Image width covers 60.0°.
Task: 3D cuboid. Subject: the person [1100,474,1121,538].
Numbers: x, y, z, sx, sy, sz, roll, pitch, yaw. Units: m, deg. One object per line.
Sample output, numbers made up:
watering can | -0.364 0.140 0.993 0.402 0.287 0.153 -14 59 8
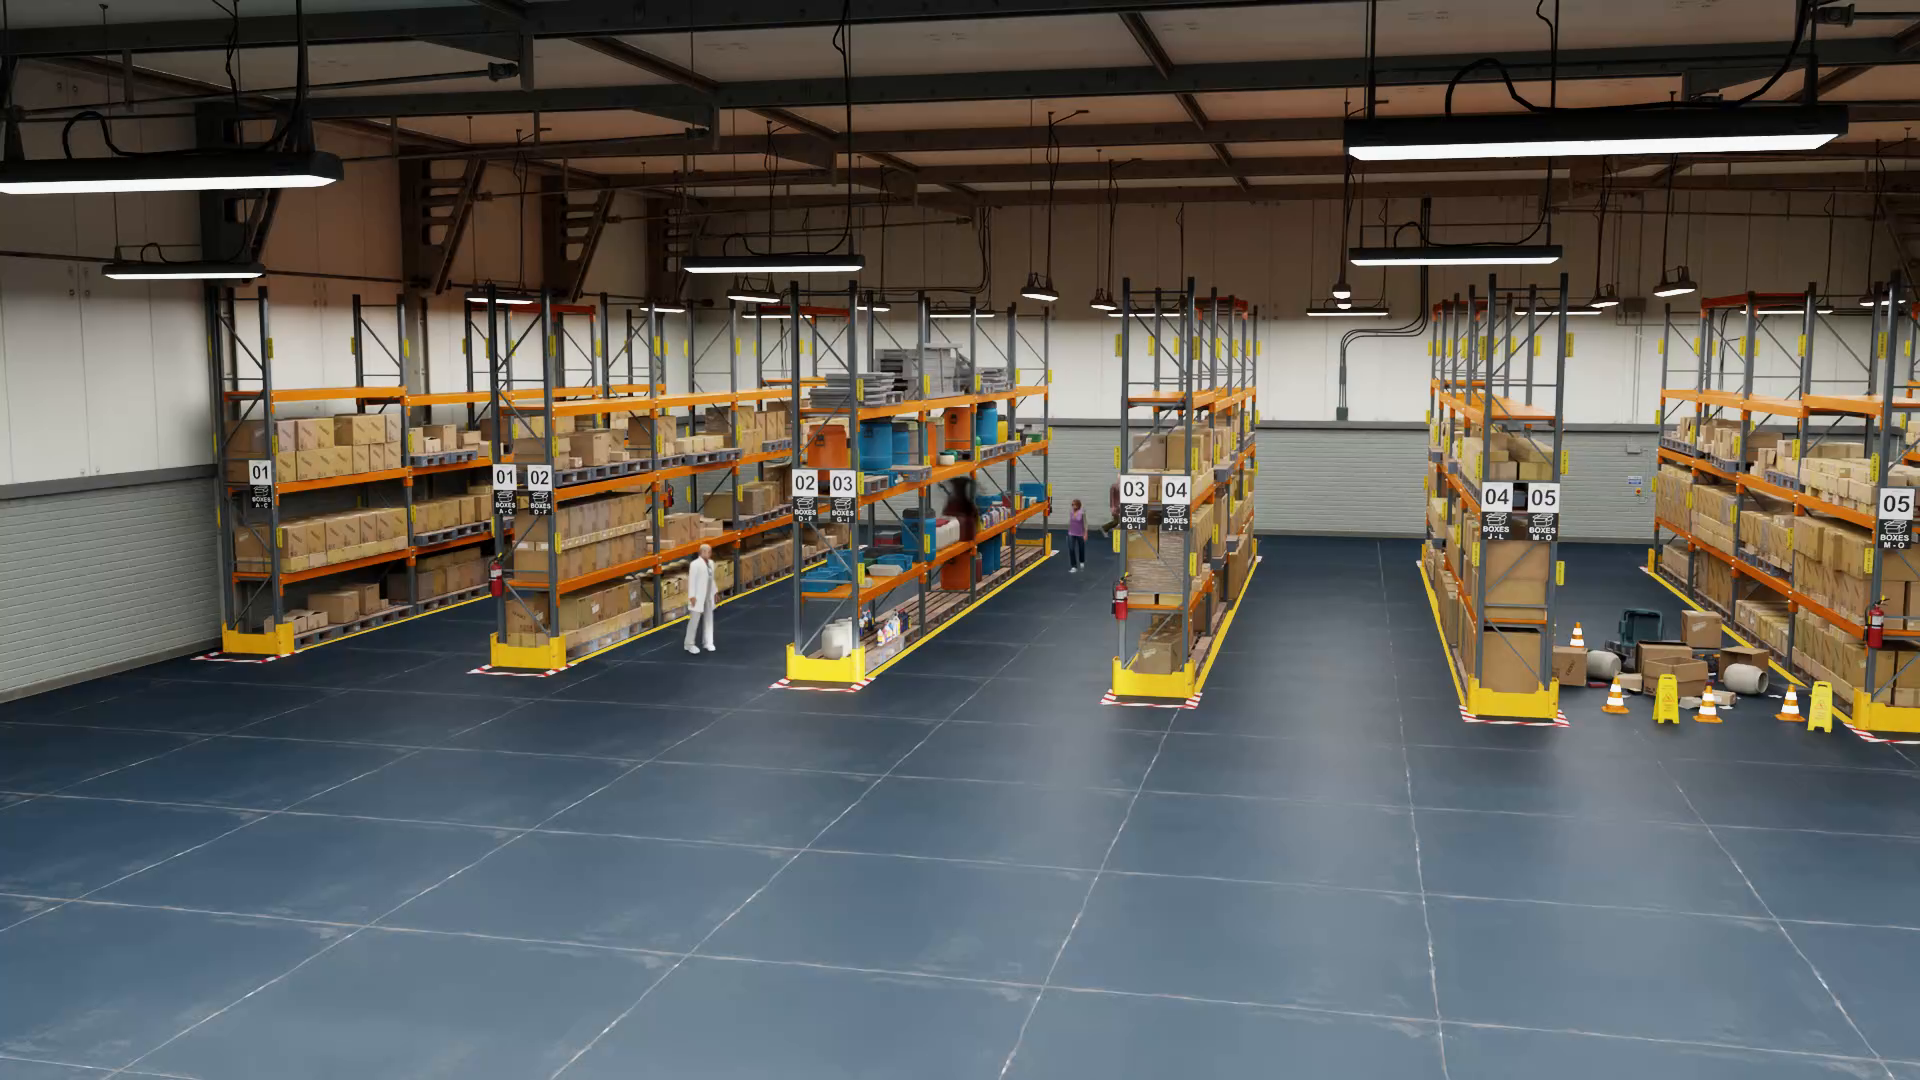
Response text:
person | 4.165 -0.875 43.538 0.925 1.736 0.625 6 9 40

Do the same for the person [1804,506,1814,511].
person | 17.828 0.116 35.132 0.485 1.801 0.598 4 8 30

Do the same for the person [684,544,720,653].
person | -4.277 0.951 27.581 0.474 1.794 0.630 4 8 33

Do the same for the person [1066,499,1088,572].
person | 2.478 -0.104 35.200 0.469 1.552 0.568 1 7 10
